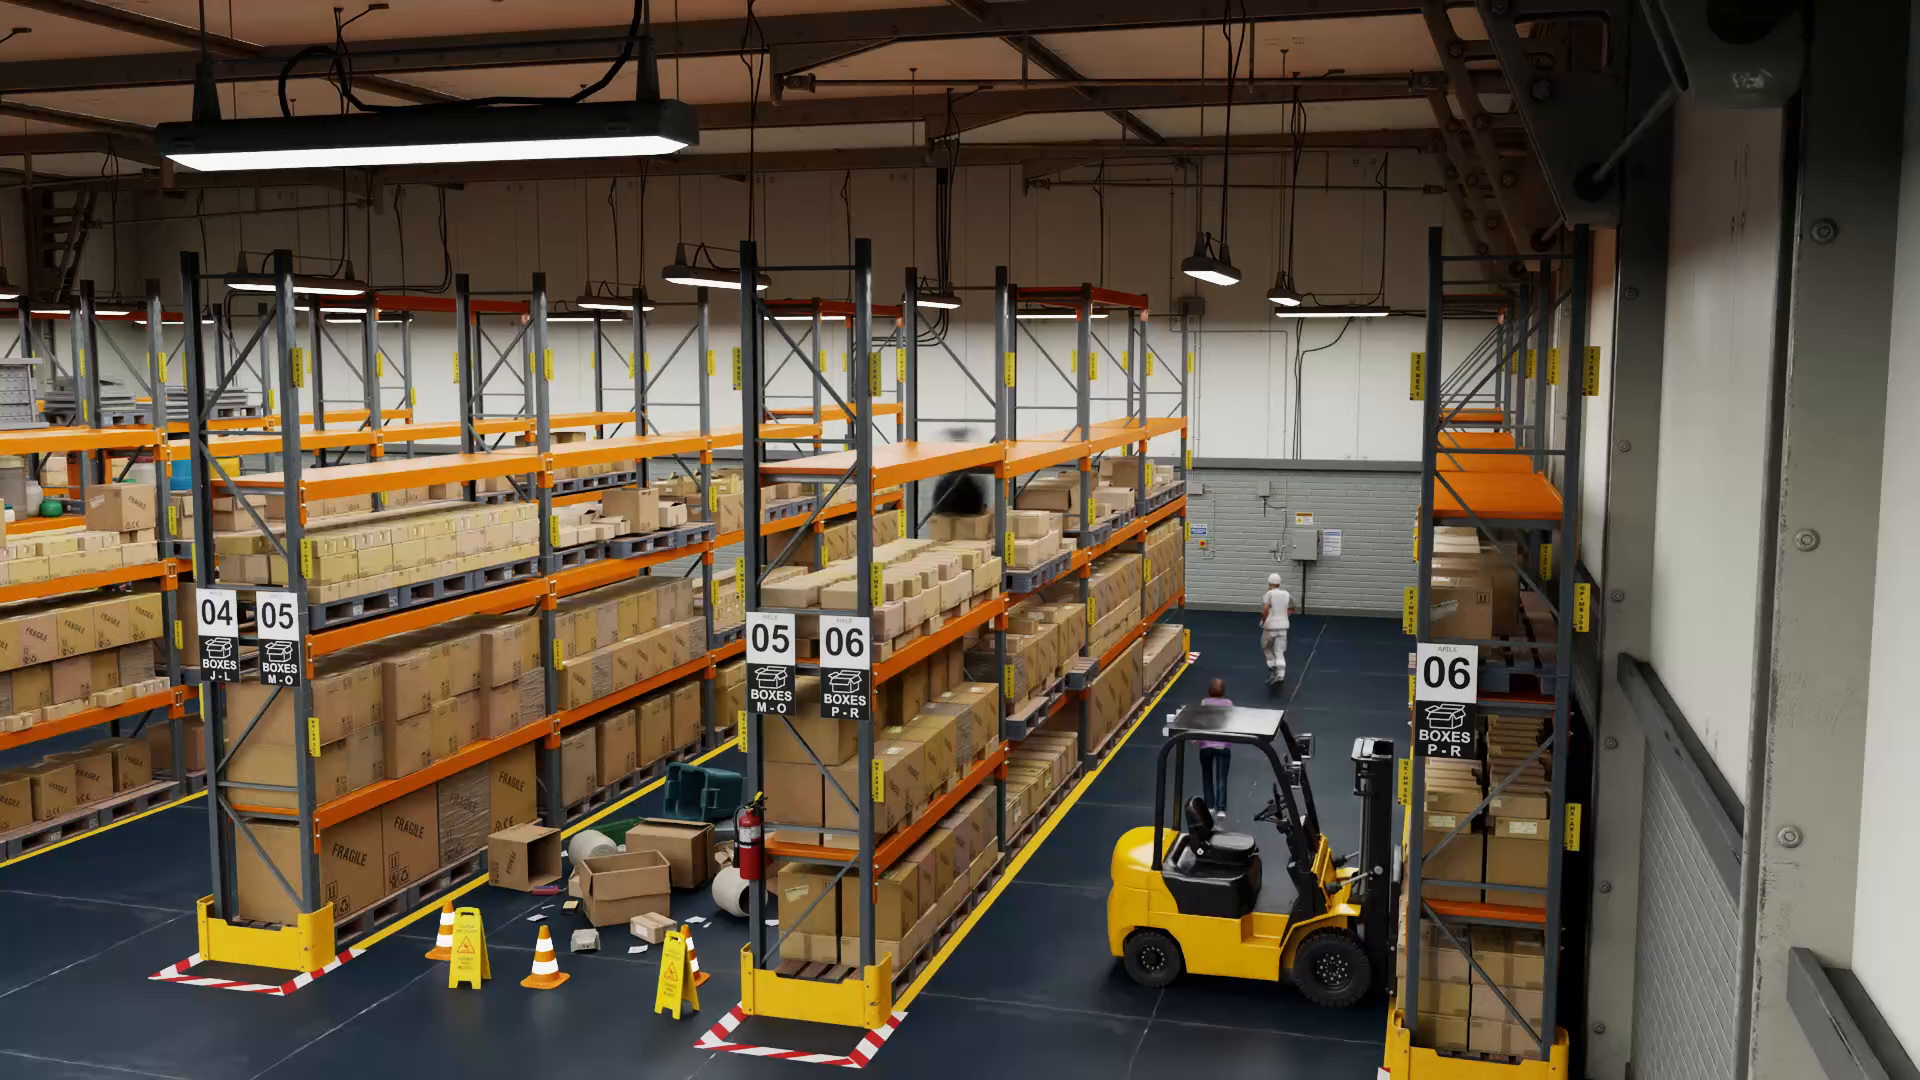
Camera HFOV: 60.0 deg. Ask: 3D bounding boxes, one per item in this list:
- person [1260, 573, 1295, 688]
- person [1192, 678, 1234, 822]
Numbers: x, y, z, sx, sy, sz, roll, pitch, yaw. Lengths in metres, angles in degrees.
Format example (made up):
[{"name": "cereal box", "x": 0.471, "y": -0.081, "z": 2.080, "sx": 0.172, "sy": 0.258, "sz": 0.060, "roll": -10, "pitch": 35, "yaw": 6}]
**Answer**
[{"name": "person", "x": 4.938, "y": 1.412, "z": 25.693, "sx": 0.617, "sy": 1.764, "sz": 0.855, "roll": -1, "pitch": 6, "yaw": -9}, {"name": "person", "x": 2.827, "y": 2.333, "z": 18.374, "sx": 0.532, "sy": 1.569, "sz": 0.894, "roll": 1, "pitch": 6, "yaw": 6}]
